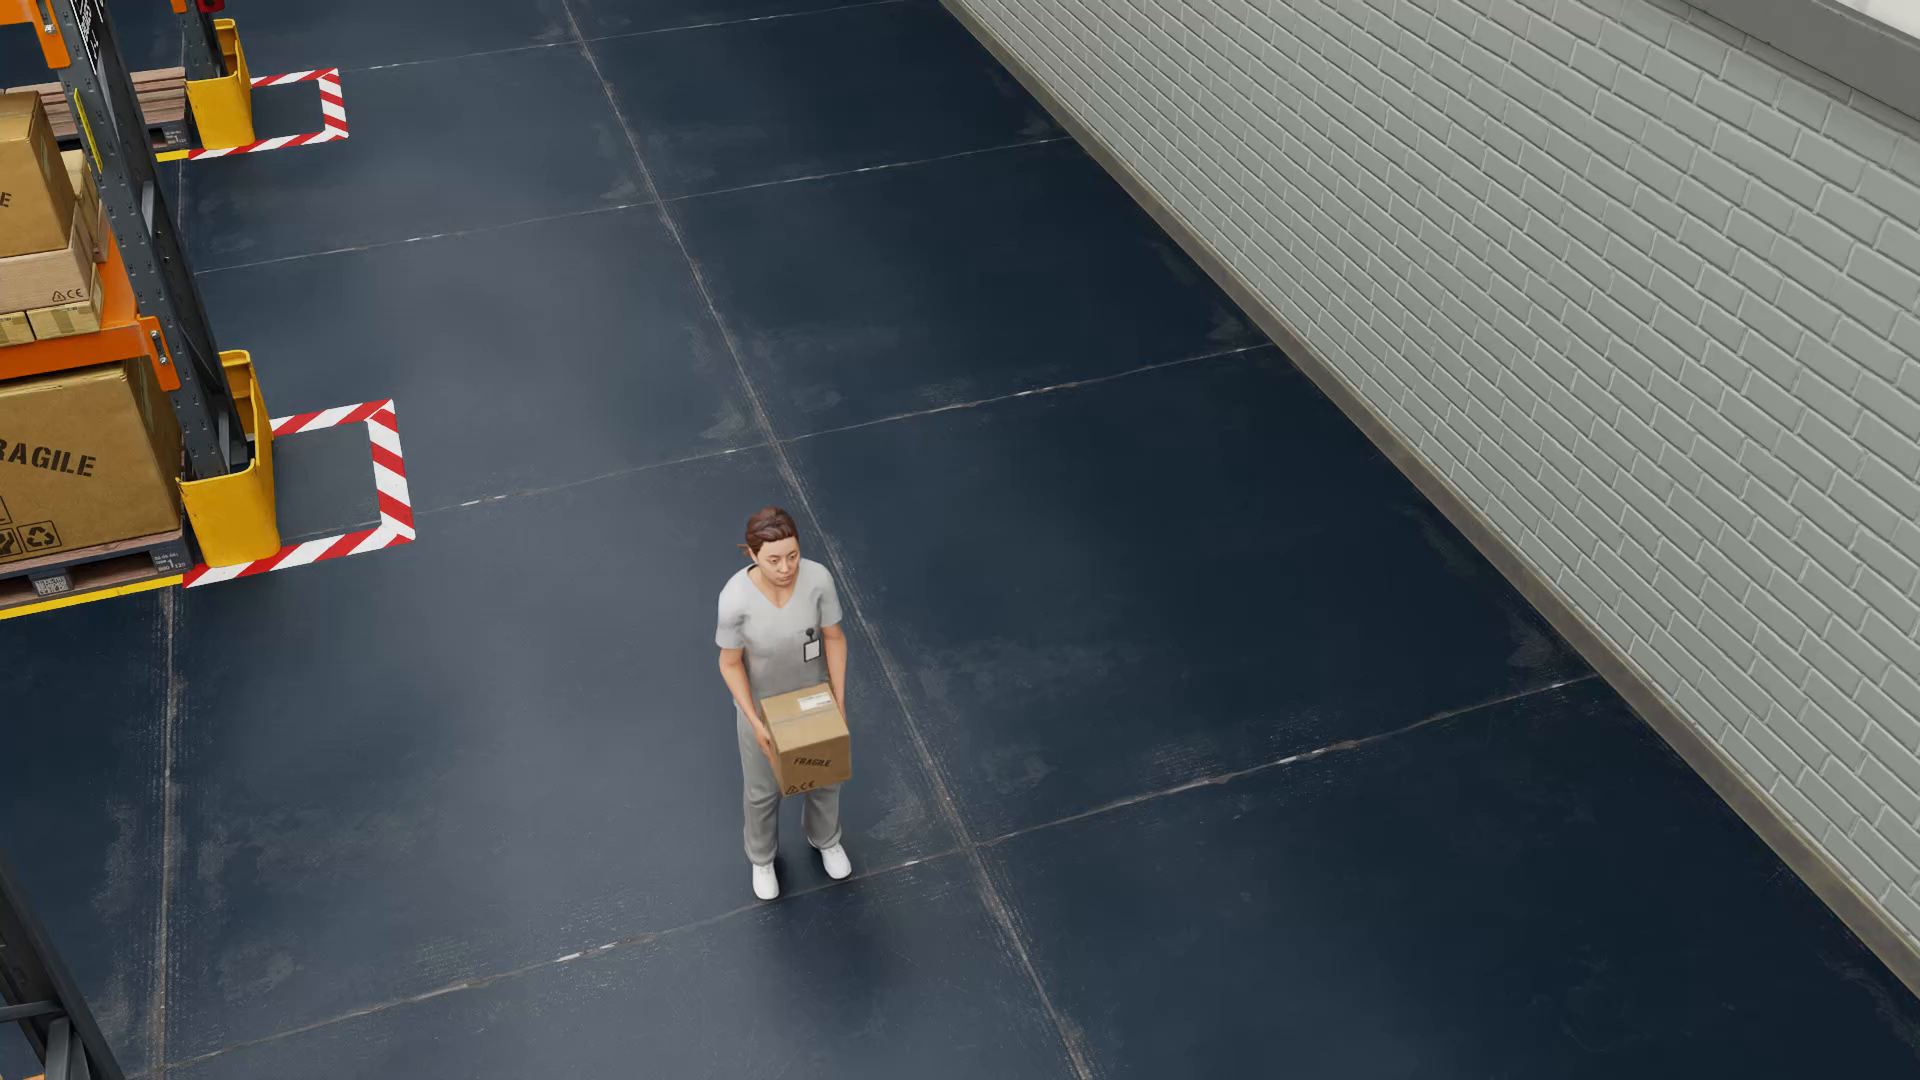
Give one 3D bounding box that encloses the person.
[{"bbox_3d":[-0.619,0.592,6.024,0.501,1.671,0.361,-15,40,-18],"label":"person"}]
